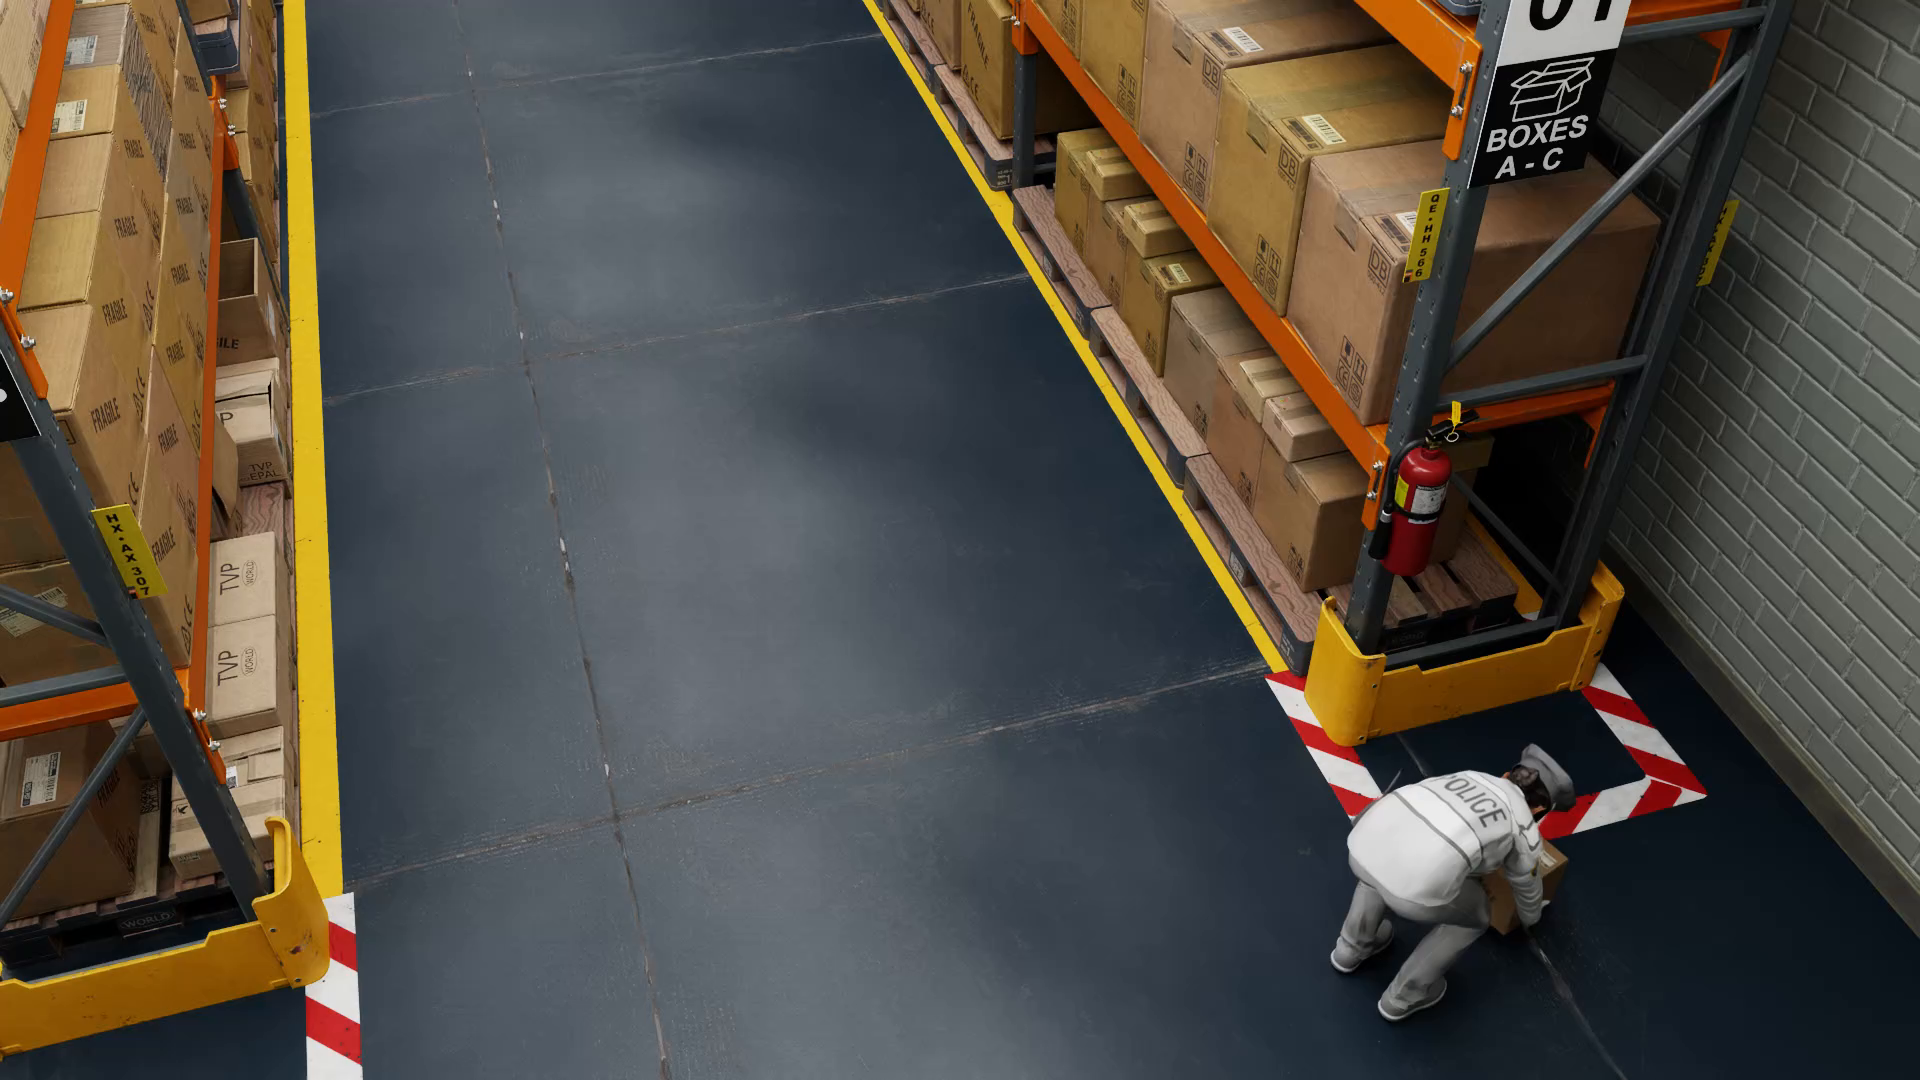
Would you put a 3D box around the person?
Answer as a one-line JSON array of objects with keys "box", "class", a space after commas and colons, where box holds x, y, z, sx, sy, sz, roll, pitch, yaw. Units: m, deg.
[{"box": [1.615, 1.085, 5.507, 0.884, 0.947, 0.461, -28, 49, -27], "class": "person"}]
